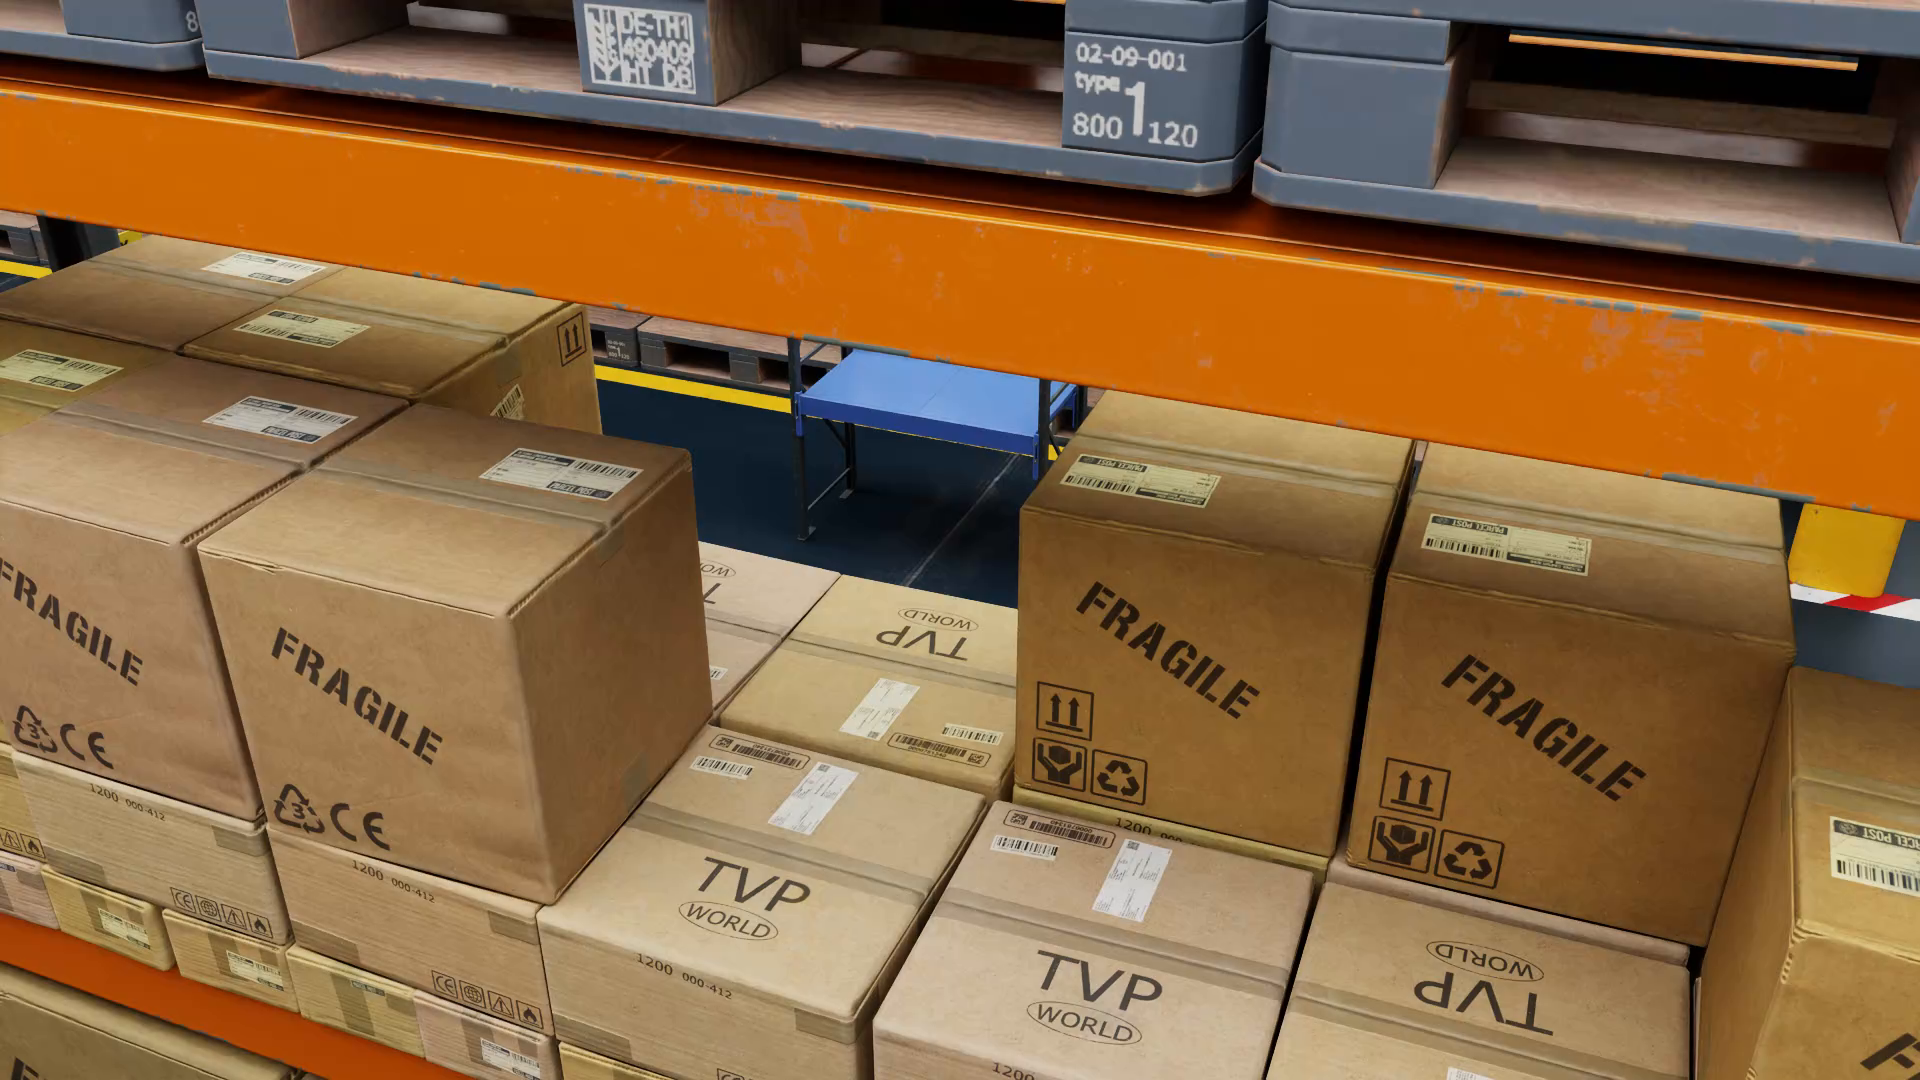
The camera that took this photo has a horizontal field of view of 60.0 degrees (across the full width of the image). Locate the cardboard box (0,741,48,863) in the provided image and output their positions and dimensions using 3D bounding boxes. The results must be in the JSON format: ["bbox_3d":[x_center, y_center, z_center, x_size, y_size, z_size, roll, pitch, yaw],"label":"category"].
[{"bbox_3d":[-1.676,0.289,3.040,0.500,0.250,0.500,11,31,18],"label":"cardboard box"}]

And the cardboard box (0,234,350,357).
[{"bbox_3d":[-1.486,-0.280,3.286,0.500,0.500,0.500,12,32,21],"label":"cardboard box"}]

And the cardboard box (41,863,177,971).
[{"bbox_3d":[-1.376,0.560,2.966,0.250,0.149,0.380,12,32,21],"label":"cardboard box"}]

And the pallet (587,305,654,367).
[{"bbox_3d":[-1.985,-1.284,8.807,1.213,0.211,1.003,11,31,19],"label":"pallet"}]

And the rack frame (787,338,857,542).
[{"bbox_3d":[-0.550,-0.763,6.575,0.032,1.500,0.500,11,31,19],"label":"rack frame"}]

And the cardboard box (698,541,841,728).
[{"bbox_3d":[-0.552,0.234,3.138,0.500,0.250,0.500,12,32,20],"label":"cardboard box"}]

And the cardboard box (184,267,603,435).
[{"bbox_3d":[-1.024,-0.186,3.118,0.500,0.500,0.500,12,31,20],"label":"cardboard box"}]

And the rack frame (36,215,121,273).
[{"bbox_3d":[-2.013,0.147,3.441,0.127,3.000,1.000,11,31,19],"label":"rack frame"}]

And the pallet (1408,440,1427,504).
[{"bbox_3d":[1.680,-0.554,7.515,1.213,0.211,1.003,11,31,19],"label":"pallet"}]

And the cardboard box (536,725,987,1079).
[{"bbox_3d":[-0.281,0.572,2.540,0.500,0.250,0.500,11,31,19],"label":"cardboard box"}]

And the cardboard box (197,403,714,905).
[{"bbox_3d":[-0.728,0.151,2.523,0.500,0.500,0.500,10,31,18],"label":"cardboard box"}]

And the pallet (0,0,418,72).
[{"bbox_3d":[-1.259,-0.964,2.449,1.213,0.211,1.003,11,31,19],"label":"pallet"}]

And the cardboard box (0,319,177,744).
[{"bbox_3d":[-1.665,-0.038,2.857,0.500,0.500,0.500,11,31,19],"label":"cardboard box"}]

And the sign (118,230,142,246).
[{"bbox_3d":[-1.806,-0.517,3.657,0.005,0.325,0.100,11,31,19],"label":"sign"}]

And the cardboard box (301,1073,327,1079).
[{"bbox_3d":[-0.598,1.214,3.285,0.875,0.875,0.875,11,31,19],"label":"cardboard box"}]

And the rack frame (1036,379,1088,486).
[{"bbox_3d":[0.392,-0.575,6.242,0.032,1.500,0.500,11,31,19],"label":"rack frame"}]

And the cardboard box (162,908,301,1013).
[{"bbox_3d":[-1.132,0.608,2.881,0.250,0.149,0.380,10,31,18],"label":"cardboard box"}]

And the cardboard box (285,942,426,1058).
[{"bbox_3d":[-0.895,0.655,2.798,0.250,0.149,0.380,11,31,18],"label":"cardboard box"}]

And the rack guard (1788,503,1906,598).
[{"bbox_3d":[3.583,-0.284,6.745,0.348,0.500,1.175,11,31,19],"label":"rack guard"}]

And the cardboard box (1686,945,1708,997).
[{"bbox_3d":[1.350,0.611,2.470,0.500,0.250,0.500,10,31,18],"label":"cardboard box"}]

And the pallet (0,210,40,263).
[{"bbox_3d":[-5.687,-2.025,10.117,1.213,0.211,1.003,11,31,19],"label":"pallet"}]

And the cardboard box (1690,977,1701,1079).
[{"bbox_3d":[1.145,0.854,2.040,0.500,0.250,0.500,11,31,18],"label":"cardboard box"}]

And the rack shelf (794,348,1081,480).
[{"bbox_3d":[-0.079,-0.512,6.497,1.000,0.185,0.538,11,31,19],"label":"rack shelf"}]

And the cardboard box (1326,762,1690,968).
[{"bbox_3d":[0.866,0.518,2.635,0.500,0.250,0.500,11,31,19],"label":"cardboard box"}]

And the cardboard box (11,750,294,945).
[{"bbox_3d":[-1.217,0.384,2.873,0.500,0.250,0.500,11,31,19],"label":"cardboard box"}]

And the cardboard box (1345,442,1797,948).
[{"bbox_3d":[0.887,0.192,2.450,0.500,0.500,0.500,11,31,18],"label":"cardboard box"}]

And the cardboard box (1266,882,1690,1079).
[{"bbox_3d":[0.675,0.760,2.207,0.500,0.250,0.500,11,31,18],"label":"cardboard box"}]

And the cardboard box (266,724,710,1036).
[{"bbox_3d":[-0.735,0.477,2.708,0.500,0.250,0.500,12,32,20],"label":"cardboard box"}]

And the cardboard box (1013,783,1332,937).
[{"bbox_3d":[0.402,0.423,2.803,0.500,0.250,0.500,10,31,17],"label":"cardboard box"}]

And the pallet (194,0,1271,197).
[{"bbox_3d":[-0.132,-0.737,2.048,1.213,0.211,1.003,11,31,19],"label":"pallet"}]

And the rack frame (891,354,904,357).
[{"bbox_3d":[-0.151,-2.111,7.437,0.127,3.000,1.000,11,31,19],"label":"rack frame"}]

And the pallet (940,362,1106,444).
[{"bbox_3d":[0.545,-0.779,7.913,1.213,0.211,1.003,11,31,19],"label":"pallet"}]

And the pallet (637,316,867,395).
[{"bbox_3d":[-0.850,-1.059,8.409,1.213,0.211,1.003,11,31,19],"label":"pallet"}]

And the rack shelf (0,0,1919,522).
[{"bbox_3d":[-0.160,-0.475,2.225,4.000,0.370,1.077,11,31,19],"label":"rack shelf"}]

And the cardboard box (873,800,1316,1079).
[{"bbox_3d":[0.203,0.666,2.373,0.500,0.250,0.500,10,31,17],"label":"cardboard box"}]

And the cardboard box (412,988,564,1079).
[{"bbox_3d":[-0.663,0.703,2.714,0.250,0.149,0.380,12,32,20],"label":"cardboard box"}]

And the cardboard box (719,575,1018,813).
[{"bbox_3d":[-0.084,0.329,2.969,0.500,0.250,0.500,11,31,18],"label":"cardboard box"}]

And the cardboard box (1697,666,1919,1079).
[{"bbox_3d":[1.143,0.526,1.859,0.500,0.500,0.500,12,32,20],"label":"cardboard box"}]

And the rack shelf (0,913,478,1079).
[{"bbox_3d":[-0.160,0.830,2.964,4.000,0.370,1.077,11,31,19],"label":"rack shelf"}]

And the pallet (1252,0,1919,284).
[{"bbox_3d":[1.002,-0.512,1.650,1.213,0.211,1.003,11,31,19],"label":"pallet"}]

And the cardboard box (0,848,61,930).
[{"bbox_3d":[-1.621,0.512,3.052,0.250,0.149,0.380,10,31,17],"label":"cardboard box"}]

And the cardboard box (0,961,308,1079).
[{"bbox_3d":[-1.431,1.048,3.580,0.875,0.875,0.875,11,31,19],"label":"cardboard box"}]

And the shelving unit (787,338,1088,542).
[{"bbox_3d":[-0.079,-0.669,6.409,1.048,1.500,0.538,11,31,19],"label":"shelving unit"}]

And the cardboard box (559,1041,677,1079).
[{"bbox_3d":[-0.419,0.751,2.629,0.250,0.149,0.380,10,31,18],"label":"cardboard box"}]

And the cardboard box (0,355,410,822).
[{"bbox_3d":[-1.212,0.056,2.690,0.500,0.500,0.500,11,31,19],"label":"cardboard box"}]

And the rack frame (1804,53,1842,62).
[{"bbox_3d":[5.422,-3.629,10.122,0.127,3.000,1.000,11,31,19],"label":"rack frame"}]

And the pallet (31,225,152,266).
[{"bbox_3d":[-4.561,-1.798,9.717,1.213,0.211,1.003,11,31,19],"label":"pallet"}]

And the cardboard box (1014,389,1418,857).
[{"bbox_3d":[0.405,0.099,2.614,0.500,0.500,0.500,10,31,18],"label":"cardboard box"}]
